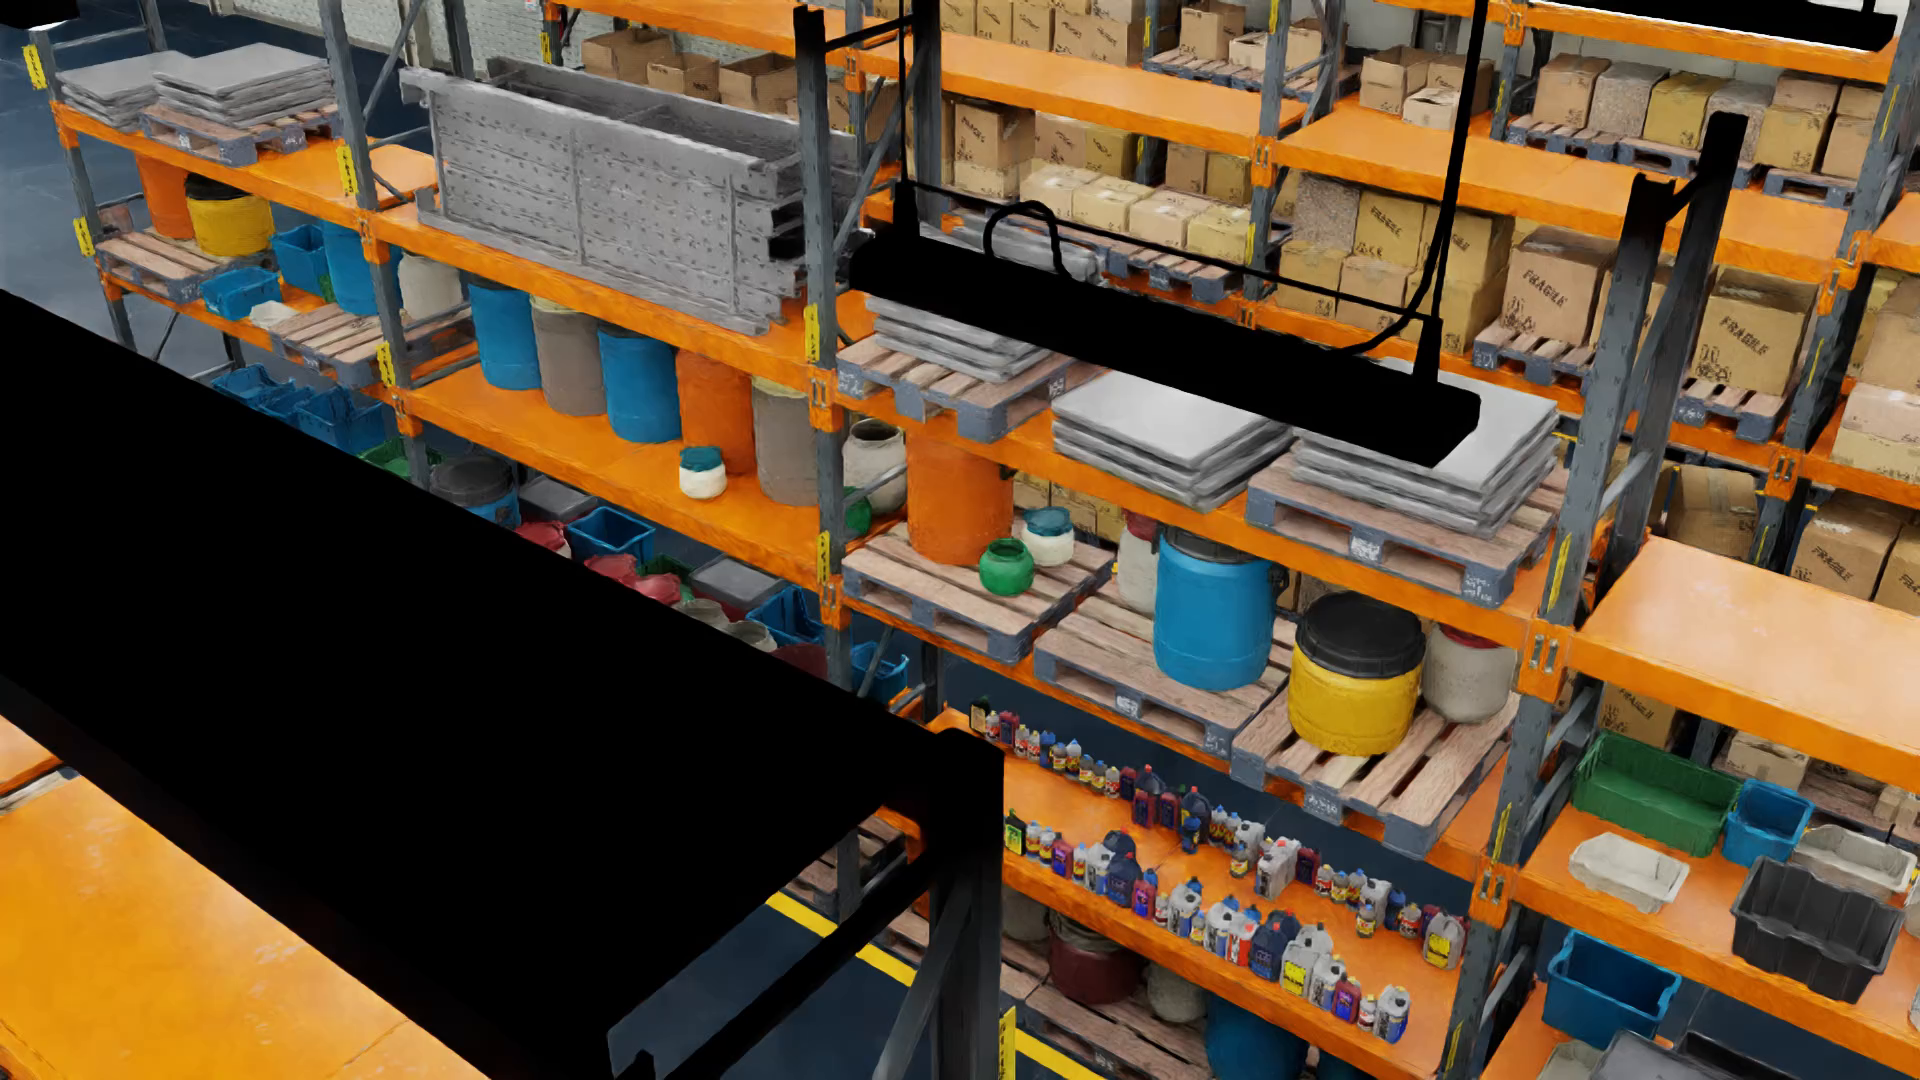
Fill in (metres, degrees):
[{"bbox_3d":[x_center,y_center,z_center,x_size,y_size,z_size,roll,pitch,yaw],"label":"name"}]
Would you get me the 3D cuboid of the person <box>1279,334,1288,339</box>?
[{"bbox_3d":[3.146,-1.352,15.948,1.086,1.571,0.495,23,38,33],"label":"person"}]
